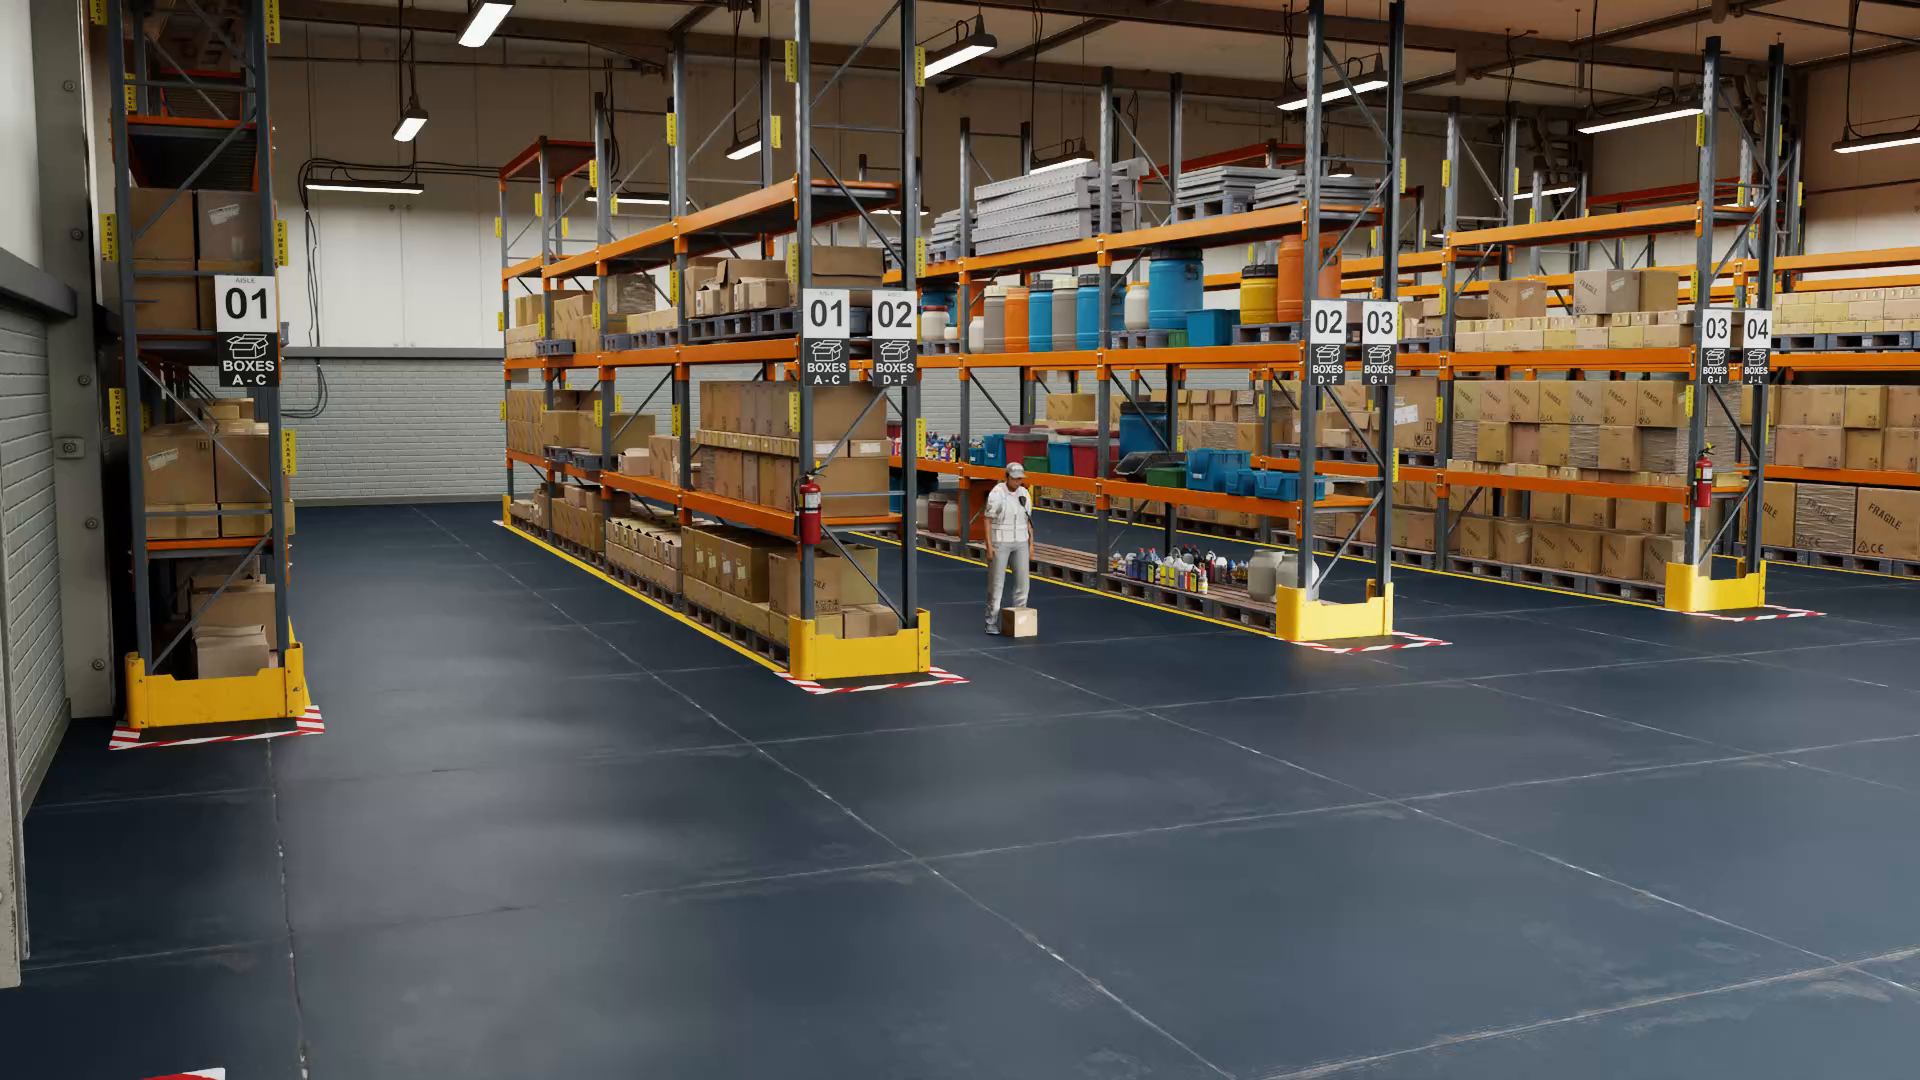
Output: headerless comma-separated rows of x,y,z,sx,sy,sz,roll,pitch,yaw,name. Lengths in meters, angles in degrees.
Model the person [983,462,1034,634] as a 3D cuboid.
0.480,0.069,16.250,0.541,1.666,0.468,-3,6,-25,person
